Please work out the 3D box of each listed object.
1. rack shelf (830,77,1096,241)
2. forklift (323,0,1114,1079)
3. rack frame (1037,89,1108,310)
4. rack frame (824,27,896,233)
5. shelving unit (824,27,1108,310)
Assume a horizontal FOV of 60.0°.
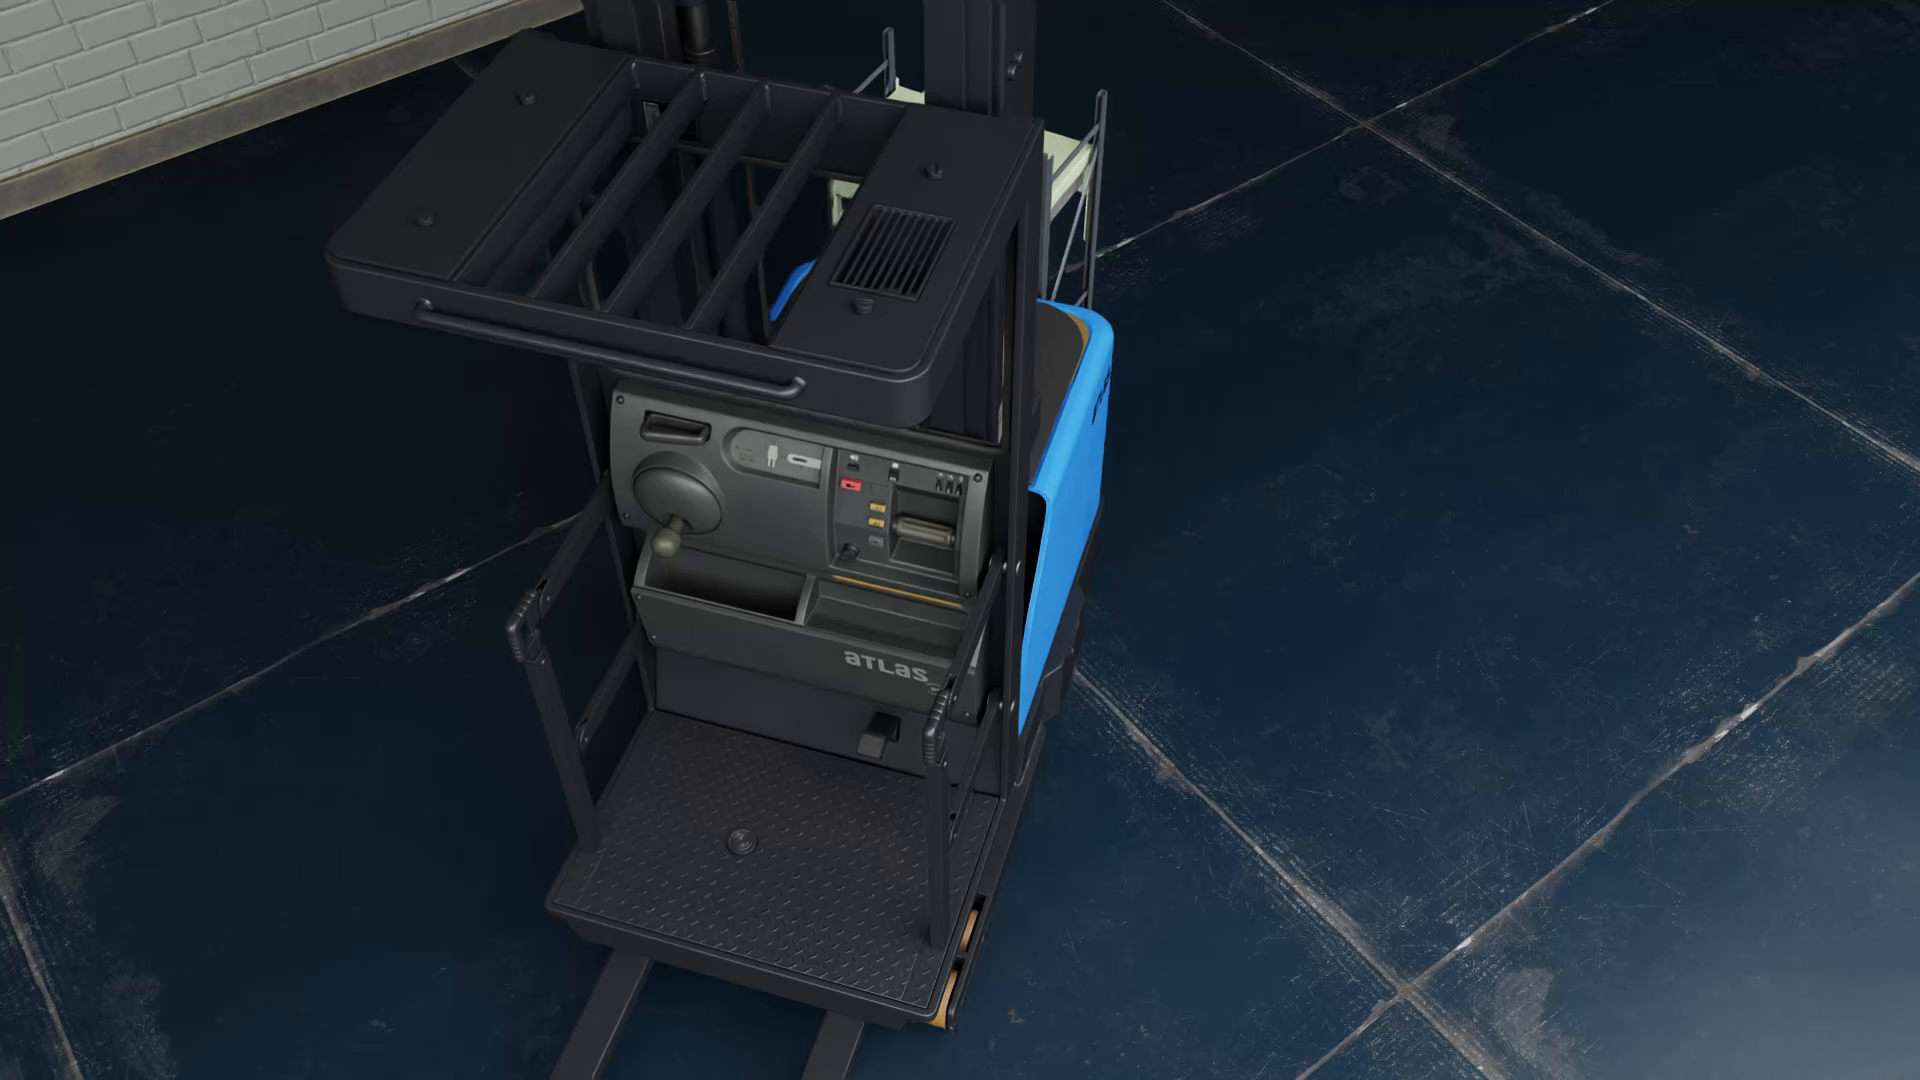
[{"bbox_3d":[0.012,-1.092,5.201,0.720,0.370,0.431,22,51,19],"label":"rack shelf"},{"bbox_3d":[-0.448,0.003,3.769,1.130,2.935,3.031,13,49,11],"label":"forklift"},{"bbox_3d":[0.334,-0.701,5.373,0.023,1.500,0.400,22,51,19],"label":"rack frame"},{"bbox_3d":[-0.310,-0.959,5.607,0.023,1.500,0.400,22,51,19],"label":"rack frame"},{"bbox_3d":[0.012,-0.830,5.490,0.755,1.500,0.431,22,51,19],"label":"shelving unit"}]
